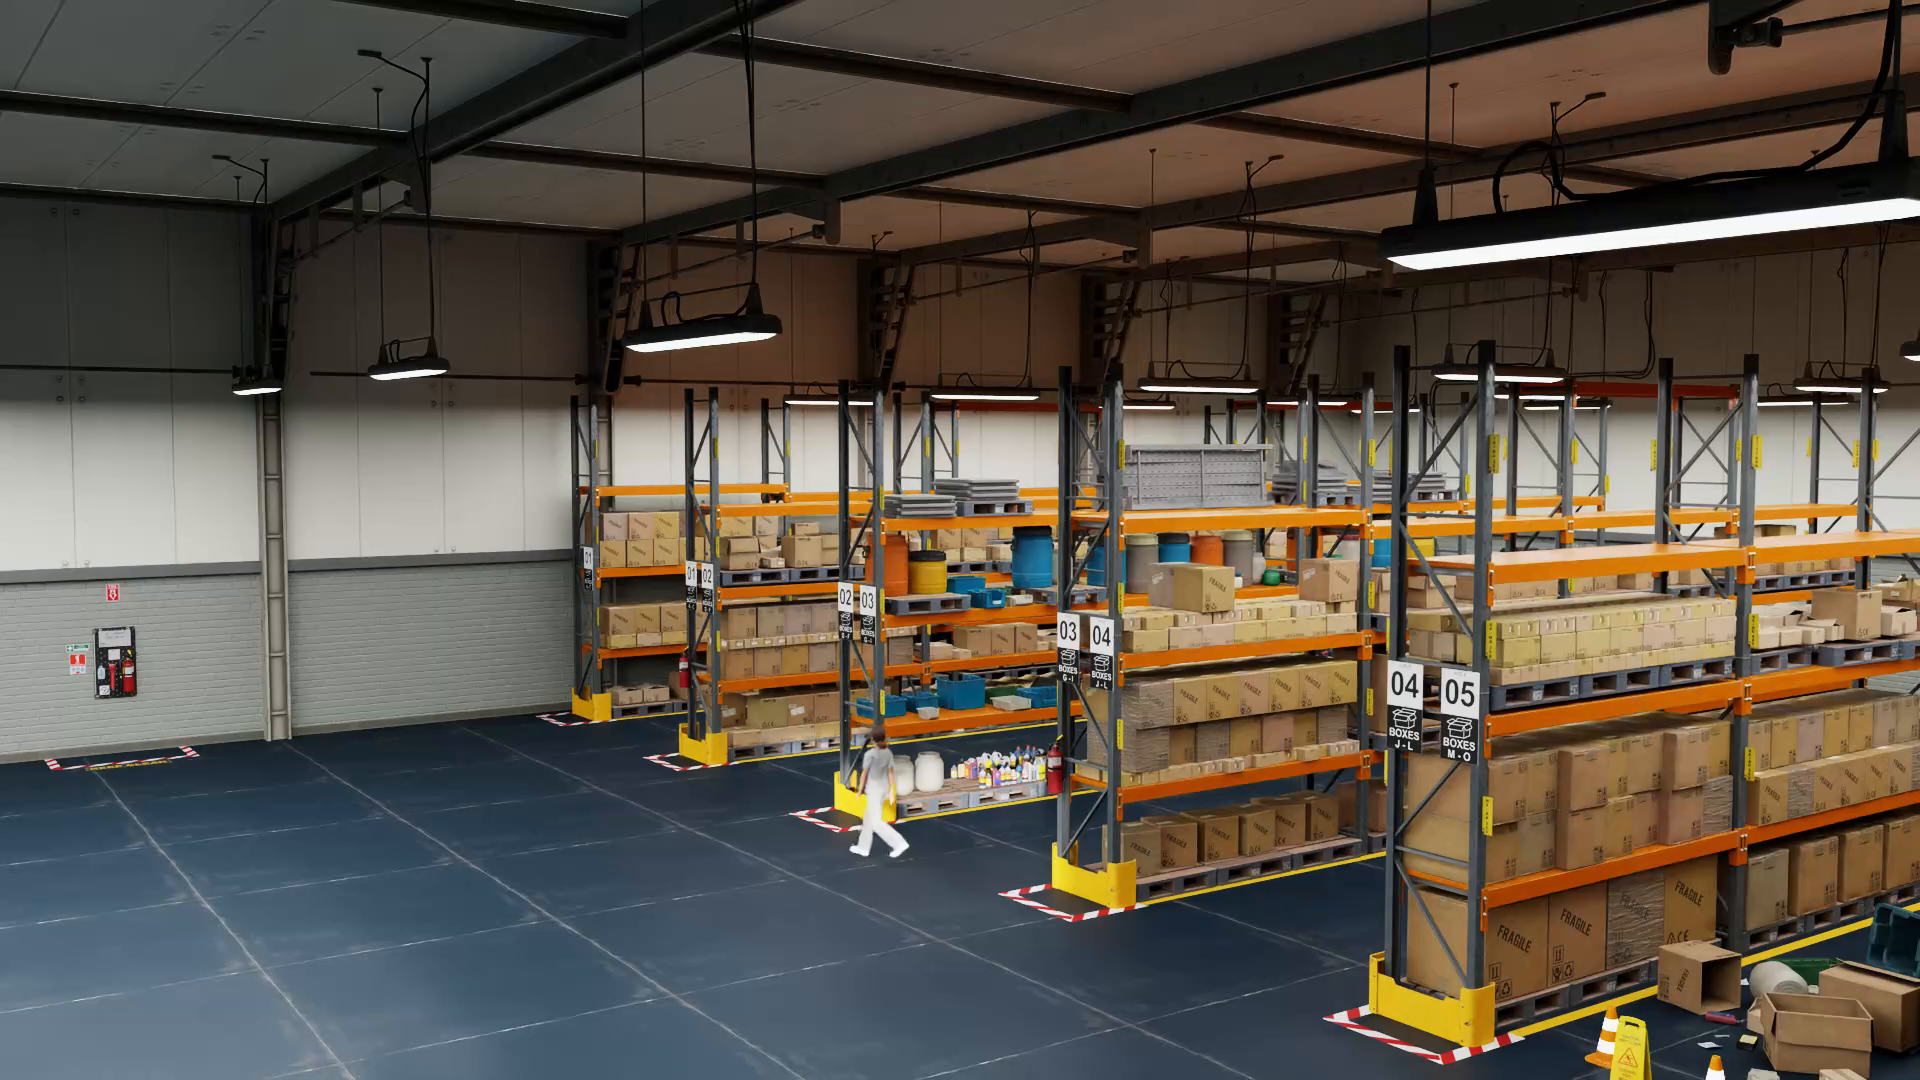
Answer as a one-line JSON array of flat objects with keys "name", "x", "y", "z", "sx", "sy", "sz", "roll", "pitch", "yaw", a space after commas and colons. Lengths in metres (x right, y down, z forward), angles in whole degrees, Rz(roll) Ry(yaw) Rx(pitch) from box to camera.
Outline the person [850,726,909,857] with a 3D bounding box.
[{"name": "person", "x": -1.008, "y": 3.108, "z": 20.447, "sx": 0.951, "sy": 1.644, "sz": 0.413, "roll": 2, "pitch": 4, "yaw": 27}]
